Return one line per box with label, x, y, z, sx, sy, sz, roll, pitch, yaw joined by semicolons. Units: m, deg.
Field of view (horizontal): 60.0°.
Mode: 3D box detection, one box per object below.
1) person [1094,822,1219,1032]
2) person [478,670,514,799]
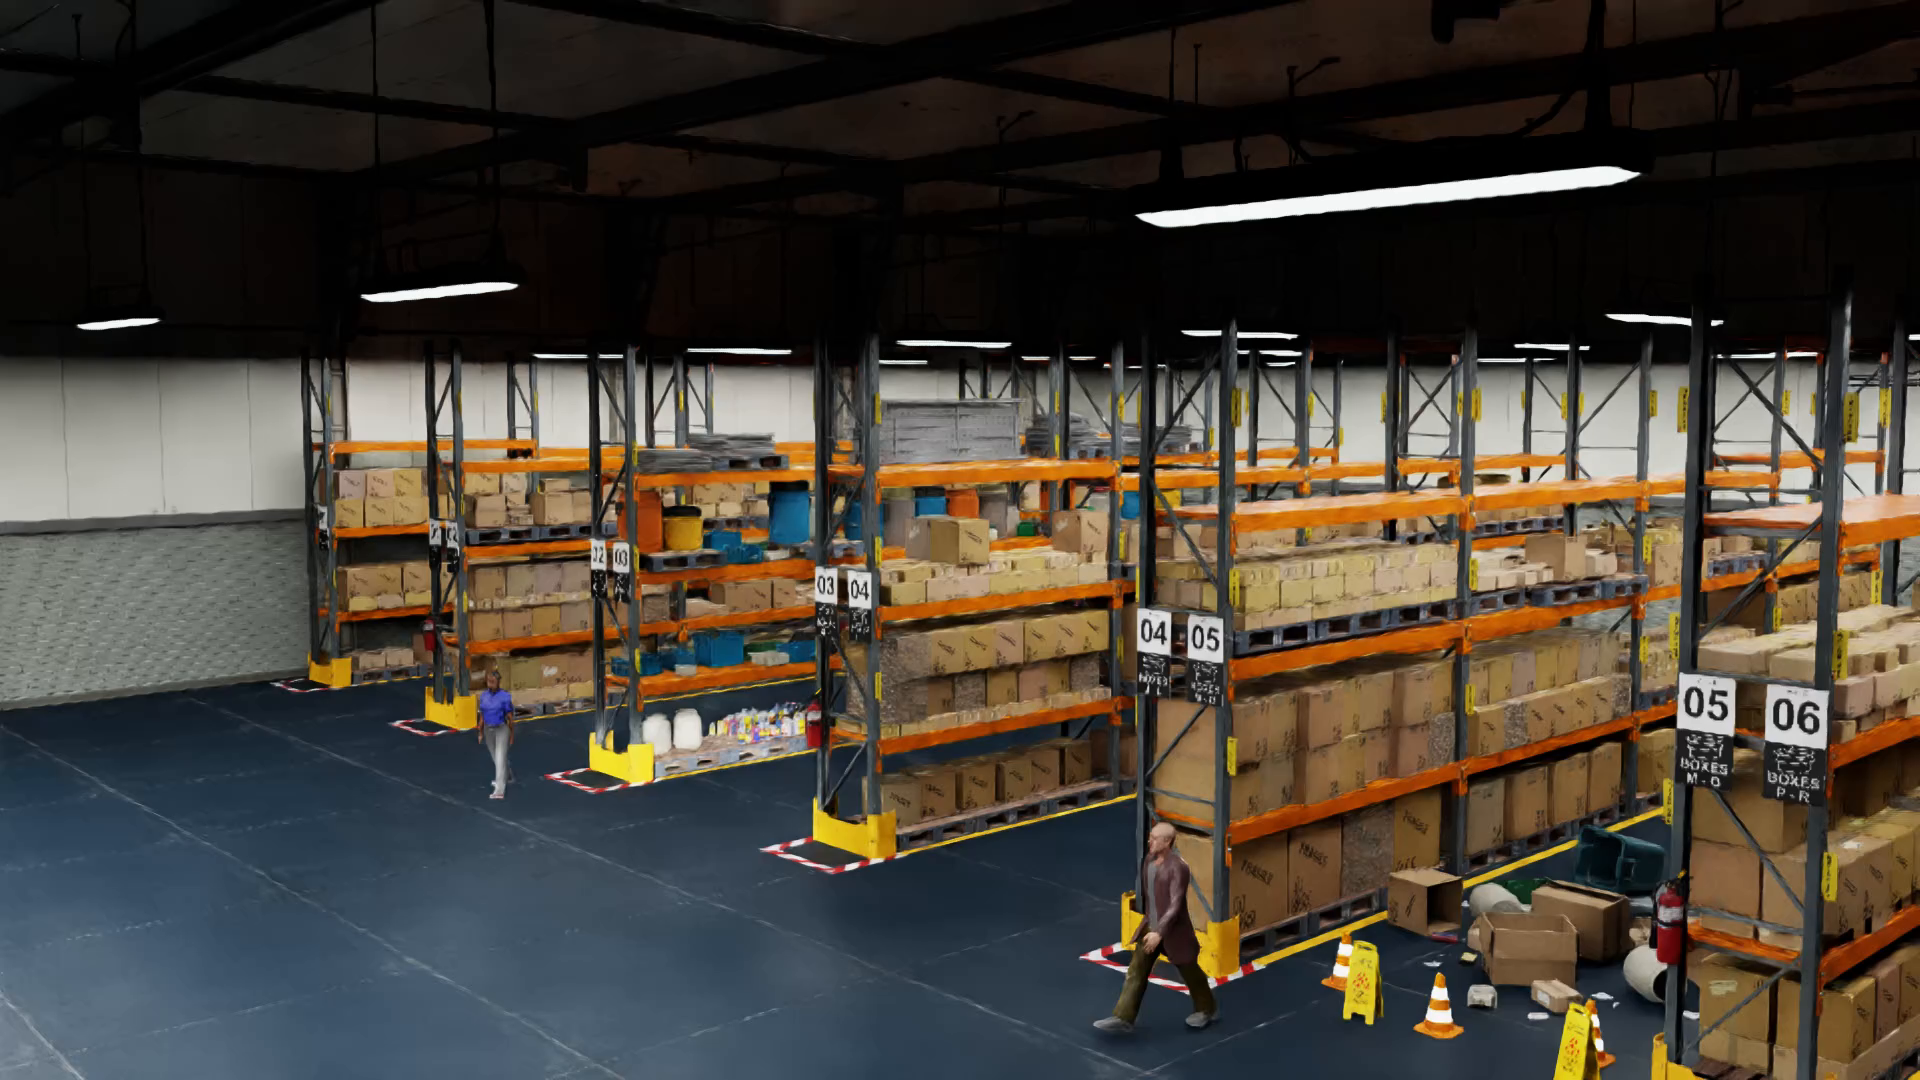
person;1.632;3.117;13.386;1.104;1.716;0.571;-3;6;-34
person;-5.965;2.470;21.401;0.553;1.619;0.915;2;5;20
